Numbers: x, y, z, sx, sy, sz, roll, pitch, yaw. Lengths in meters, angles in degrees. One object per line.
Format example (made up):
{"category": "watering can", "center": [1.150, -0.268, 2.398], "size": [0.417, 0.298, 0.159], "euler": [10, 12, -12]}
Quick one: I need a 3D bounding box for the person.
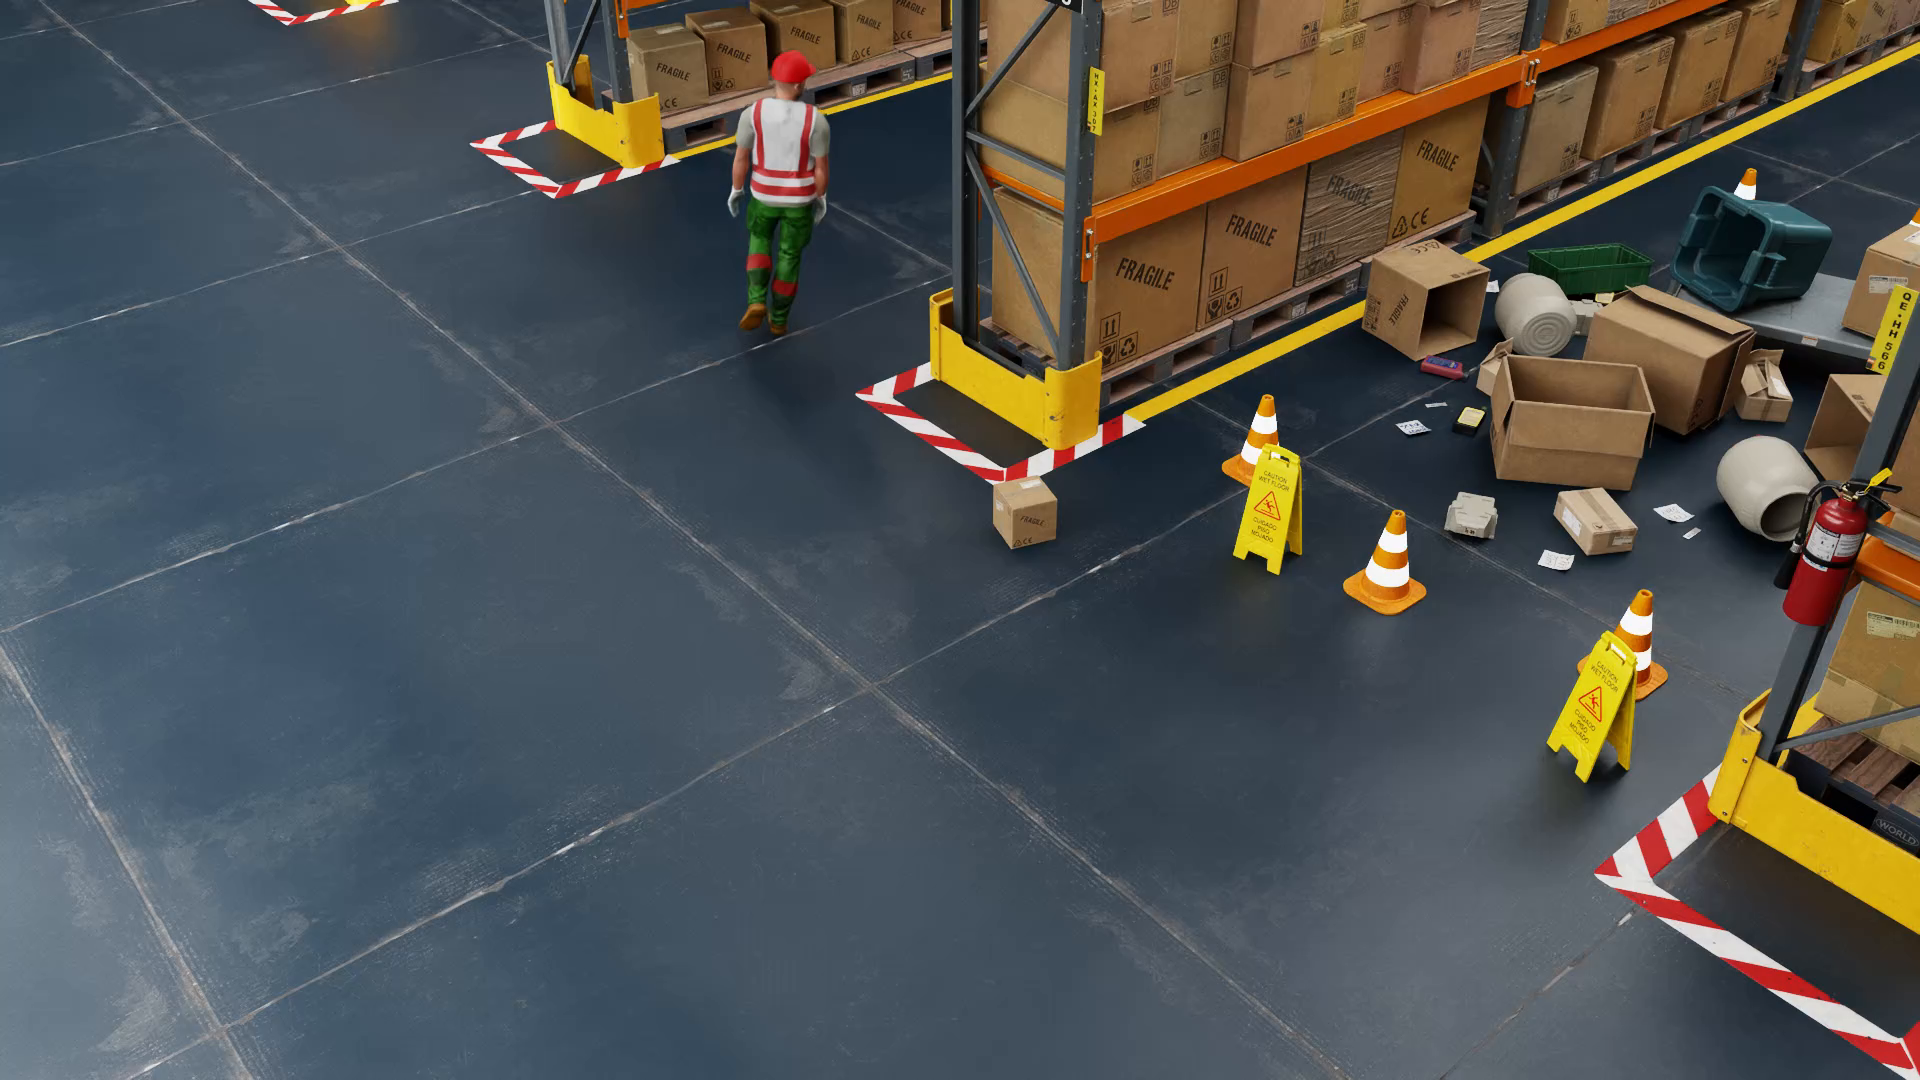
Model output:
{"category": "person", "center": [-1.061, -2.048, 9.883], "size": [0.633, 1.767, 0.482], "euler": [1, 36, 1]}
